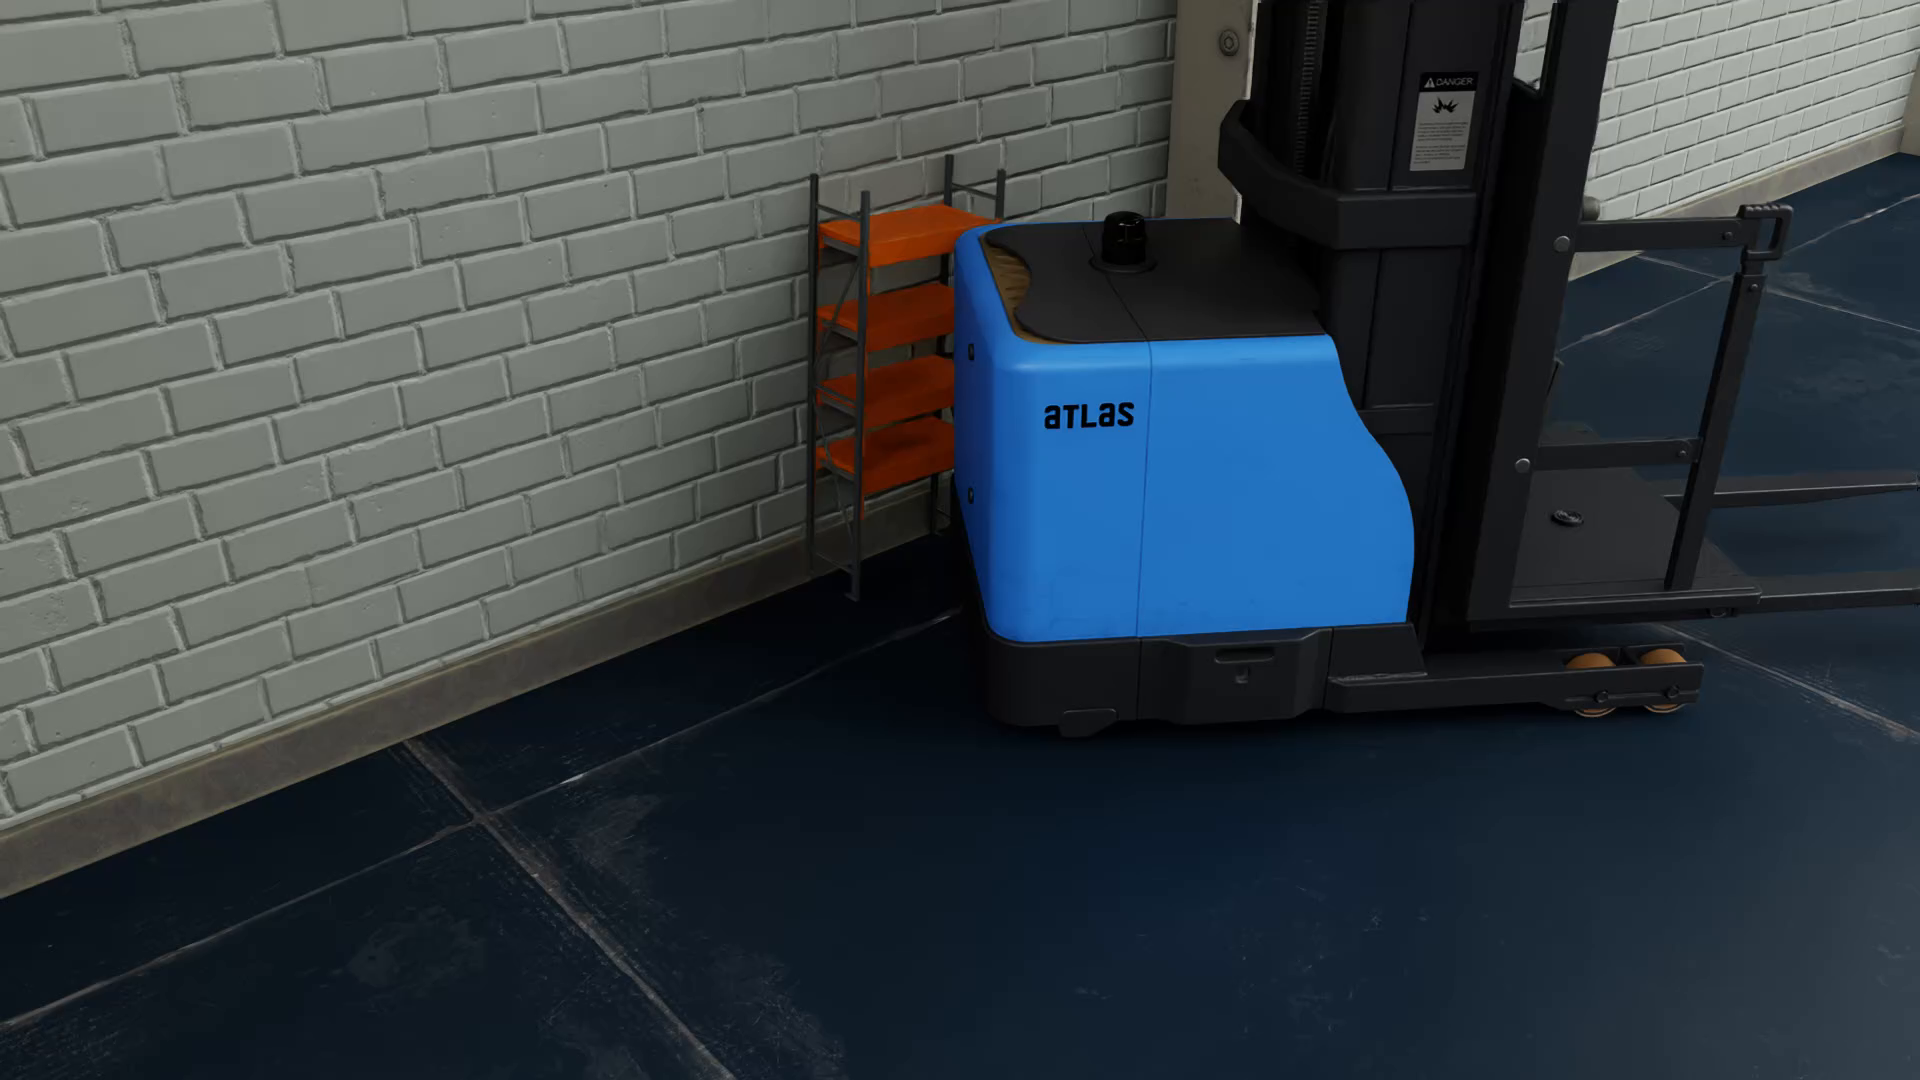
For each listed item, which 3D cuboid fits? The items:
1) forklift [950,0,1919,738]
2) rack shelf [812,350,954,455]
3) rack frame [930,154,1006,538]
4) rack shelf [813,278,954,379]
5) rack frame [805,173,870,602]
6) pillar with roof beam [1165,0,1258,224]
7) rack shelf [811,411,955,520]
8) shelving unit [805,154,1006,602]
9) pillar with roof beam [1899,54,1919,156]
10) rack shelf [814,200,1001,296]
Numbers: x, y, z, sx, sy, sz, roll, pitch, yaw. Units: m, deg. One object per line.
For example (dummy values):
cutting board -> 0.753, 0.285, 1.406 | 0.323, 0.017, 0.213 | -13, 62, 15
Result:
forklift -> 1.522, -1.072, 4.146 | 3.031, 2.935, 1.130 | -3, 28, -5
rack shelf -> -0.171, -0.406, 4.841 | 0.480, 0.148, 0.258 | -19, 33, -38
rack frame -> 0.014, -0.528, 4.964 | 0.015, 1.200, 0.240 | -19, 33, -38
rack shelf -> -0.160, -0.608, 4.746 | 0.480, 0.148, 0.258 | -19, 33, -38
rack frame -> -0.349, -0.406, 4.661 | 0.015, 1.200, 0.240 | -19, 33, -38
pillar with roof beam -> 3.721, -2.785, 0.913 | 0.400, 9.000, 9.100 | -22, 35, -35
rack shelf -> -0.180, -0.227, 4.925 | 0.480, 0.148, 0.258 | -19, 33, -38
shelving unit -> -0.167, -0.467, 4.812 | 0.503, 1.200, 0.258 | -19, 33, -38
pillar with roof beam -> 8.285, -4.620, 4.348 | 0.400, 9.000, 9.100 | -22, 35, -35
rack shelf -> -0.148, -0.822, 4.645 | 0.480, 0.148, 0.258 | -19, 33, -38
